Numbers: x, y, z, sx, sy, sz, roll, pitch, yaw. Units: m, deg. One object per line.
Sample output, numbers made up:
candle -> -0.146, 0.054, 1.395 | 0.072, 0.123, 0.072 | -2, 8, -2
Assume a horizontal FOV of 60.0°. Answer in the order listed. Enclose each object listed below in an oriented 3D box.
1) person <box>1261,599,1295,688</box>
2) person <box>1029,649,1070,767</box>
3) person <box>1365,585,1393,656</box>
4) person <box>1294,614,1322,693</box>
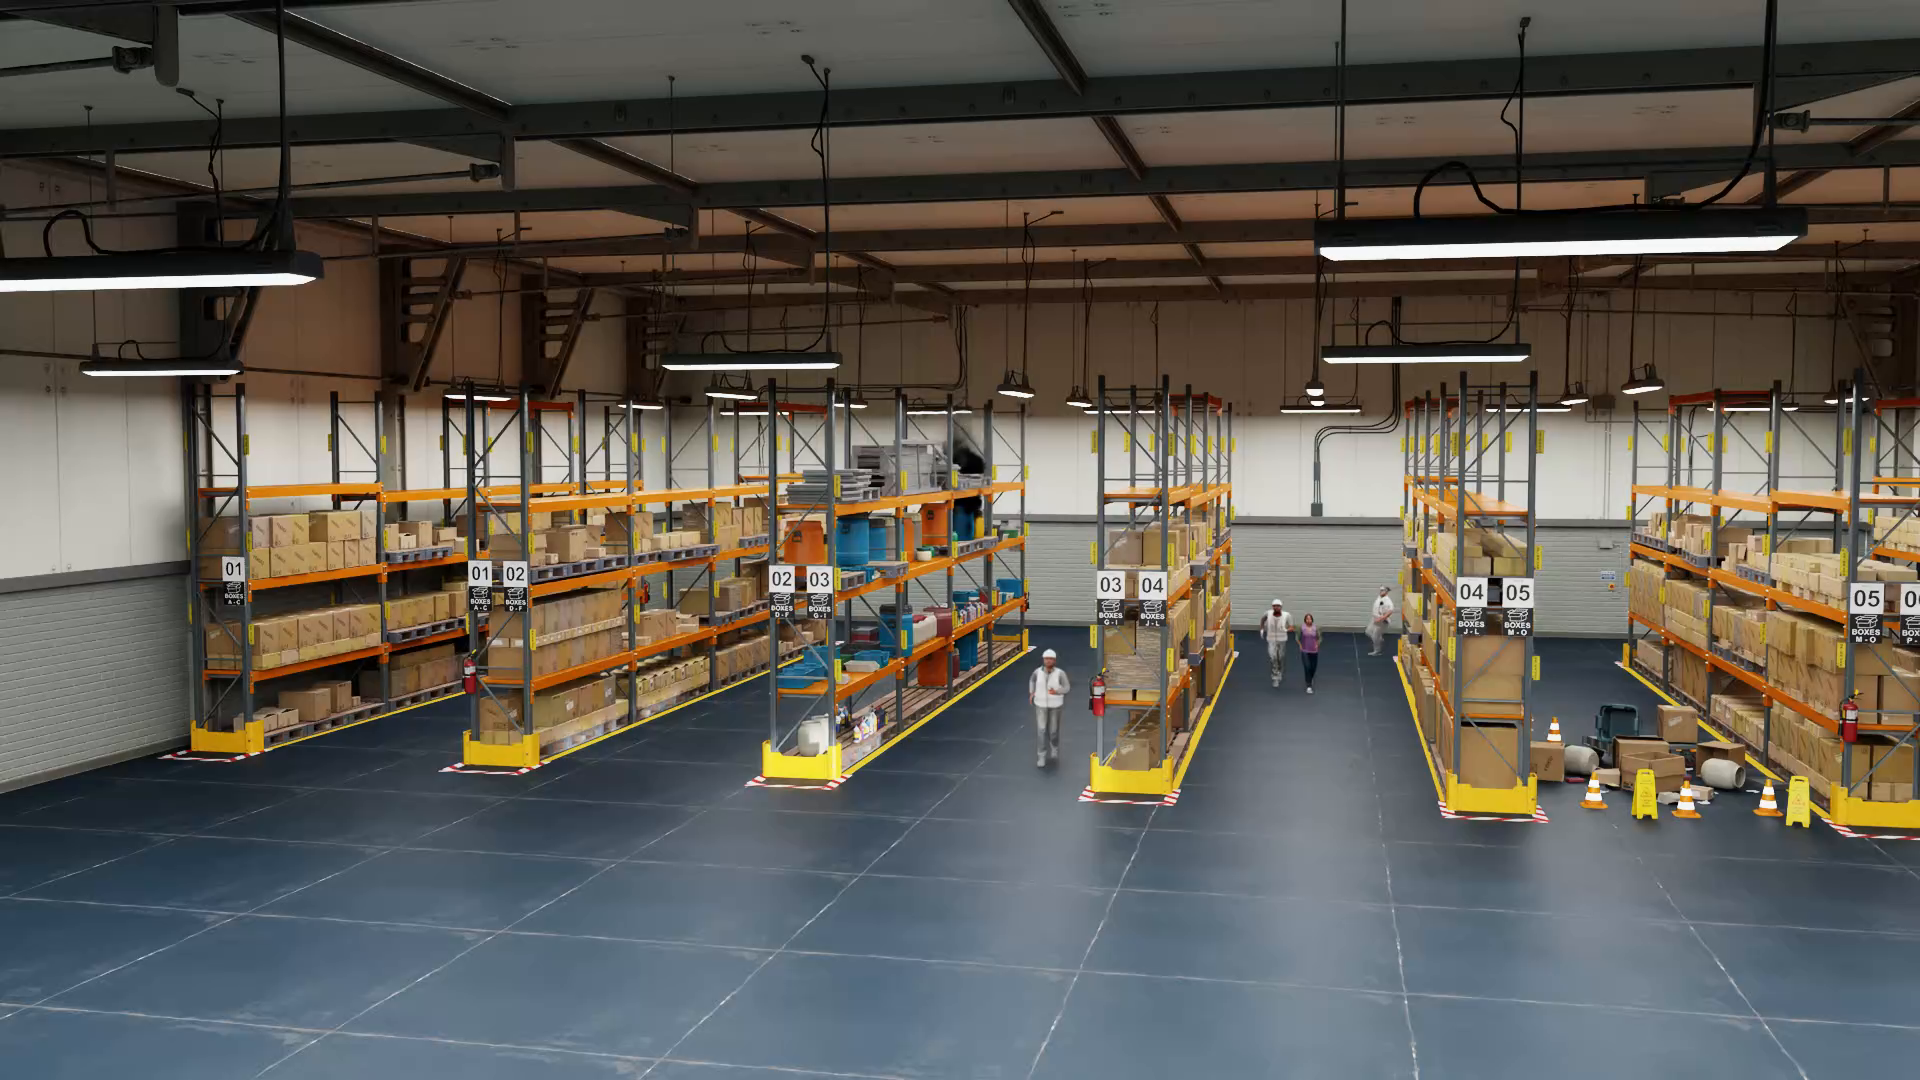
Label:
person -> 6.621, 2.131, 34.702 | 0.712, 1.815, 0.989 | 1, 3, 15
person -> 1.398, 2.601, 26.074 | 0.657, 1.784, 0.879 | 0, 3, 8
person -> 9.925, 1.900, 39.349 | 0.539, 1.707, 0.700 | -1, 4, -22
person -> 7.059, 2.278, 33.690 | 0.550, 1.586, 0.754 | 0, 3, 7
